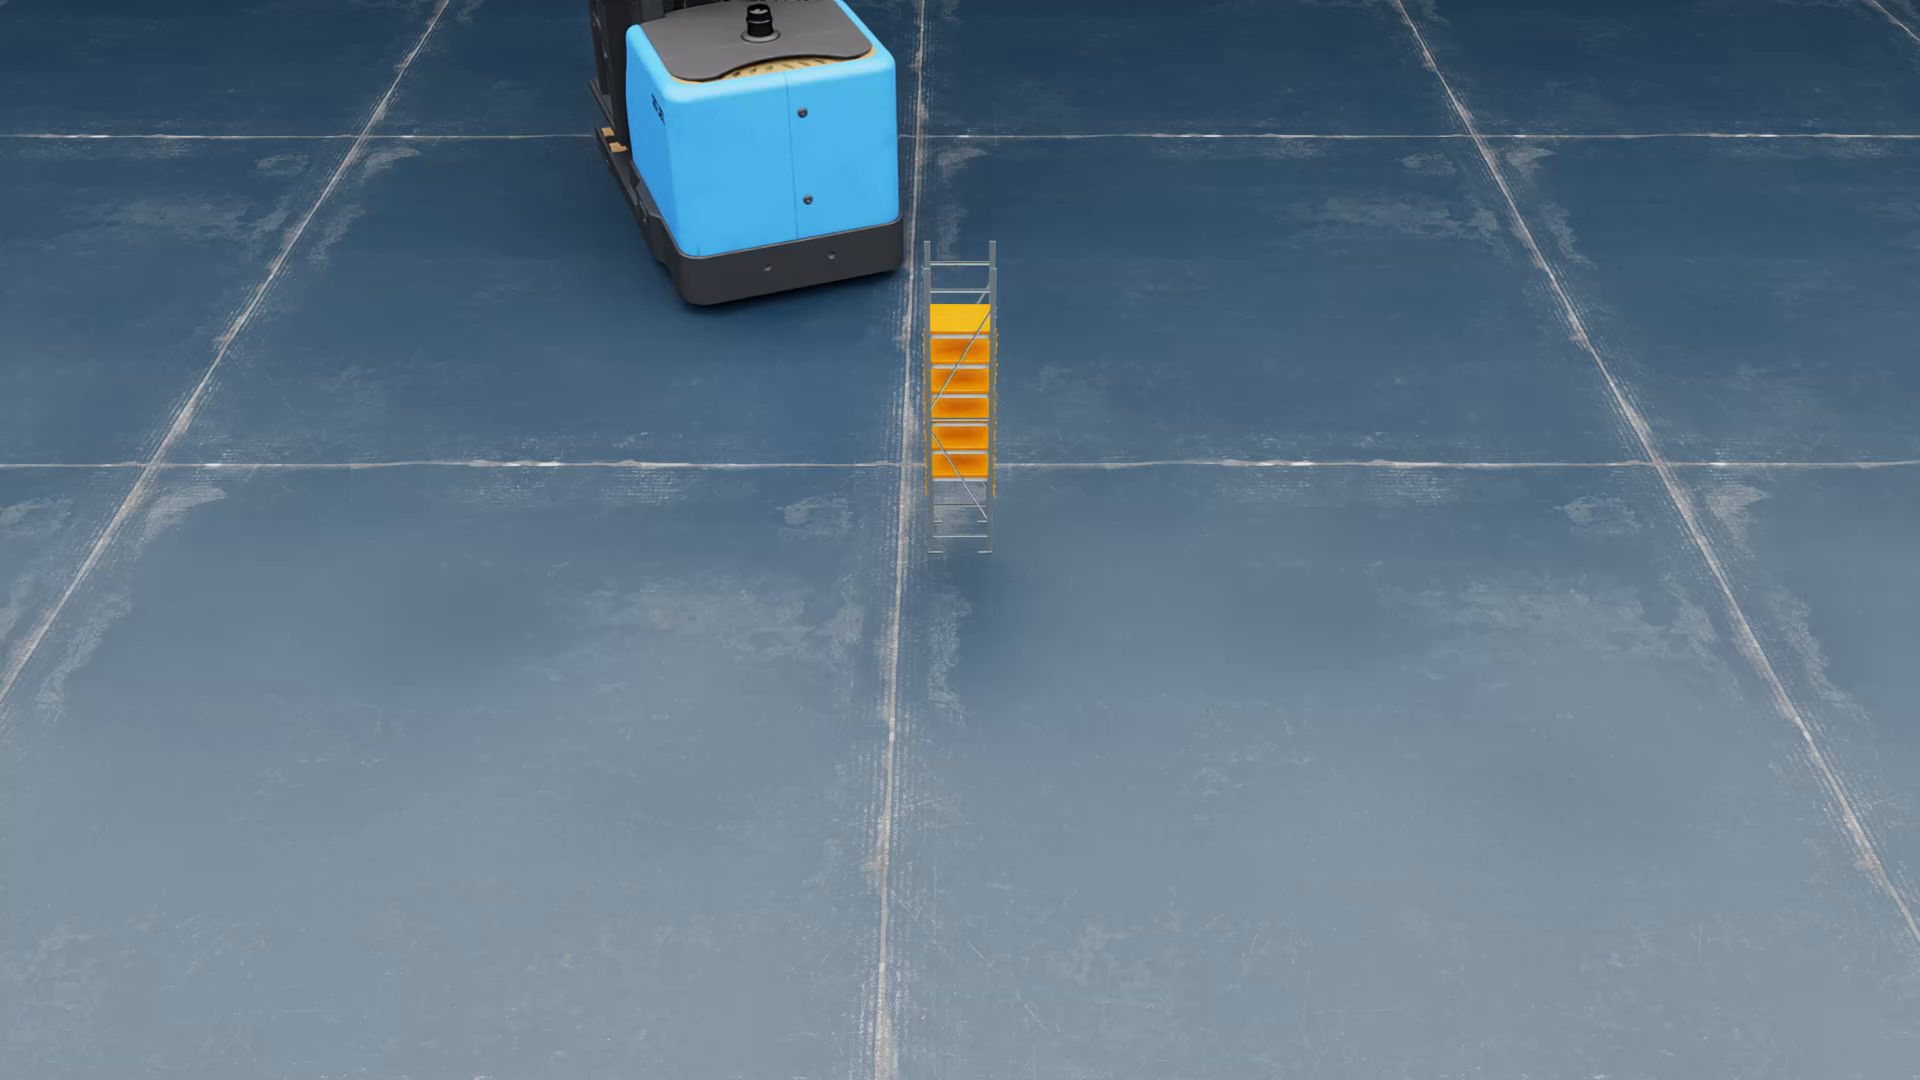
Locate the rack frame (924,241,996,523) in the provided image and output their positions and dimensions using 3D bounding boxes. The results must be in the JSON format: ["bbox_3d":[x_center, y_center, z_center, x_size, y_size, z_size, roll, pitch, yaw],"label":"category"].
[{"bbox_3d":[0.000,-0.534,5.957,0.240,1.200,0.006,0,39,0],"label":"rack frame"}]

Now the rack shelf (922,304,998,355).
[{"bbox_3d":[0.000,-0.724,5.689,0.258,0.103,0.180,0,39,0],"label":"rack shelf"}]

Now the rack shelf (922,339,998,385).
[{"bbox_3d":[0.000,-0.630,5.764,0.258,0.103,0.180,0,39,0],"label":"rack shelf"}]

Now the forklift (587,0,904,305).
[{"bbox_3d":[-1.268,-3.120,7.800,1.130,2.935,3.031,-14,41,-16],"label":"forklift"}]

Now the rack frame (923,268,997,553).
[{"bbox_3d":[0.000,-0.420,5.815,0.240,1.200,0.006,0,39,0],"label":"rack frame"}]

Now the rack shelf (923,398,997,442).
[{"bbox_3d":[0.000,-0.443,5.914,0.258,0.103,0.180,0,39,0],"label":"rack shelf"}]

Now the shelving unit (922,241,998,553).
[{"bbox_3d":[0.000,-0.477,5.886,0.258,1.200,0.189,0,39,0],"label":"shelving unit"}]

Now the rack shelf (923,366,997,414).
[{"bbox_3d":[0.000,-0.536,5.839,0.258,0.103,0.180,0,39,0],"label":"rack shelf"}]

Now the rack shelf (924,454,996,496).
[{"bbox_3d":[0.000,-0.255,6.064,0.258,0.103,0.180,0,39,0],"label":"rack shelf"}]

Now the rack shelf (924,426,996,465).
[{"bbox_3d":[0.000,-0.349,5.989,0.258,0.103,0.180,0,39,0],"label":"rack shelf"}]
